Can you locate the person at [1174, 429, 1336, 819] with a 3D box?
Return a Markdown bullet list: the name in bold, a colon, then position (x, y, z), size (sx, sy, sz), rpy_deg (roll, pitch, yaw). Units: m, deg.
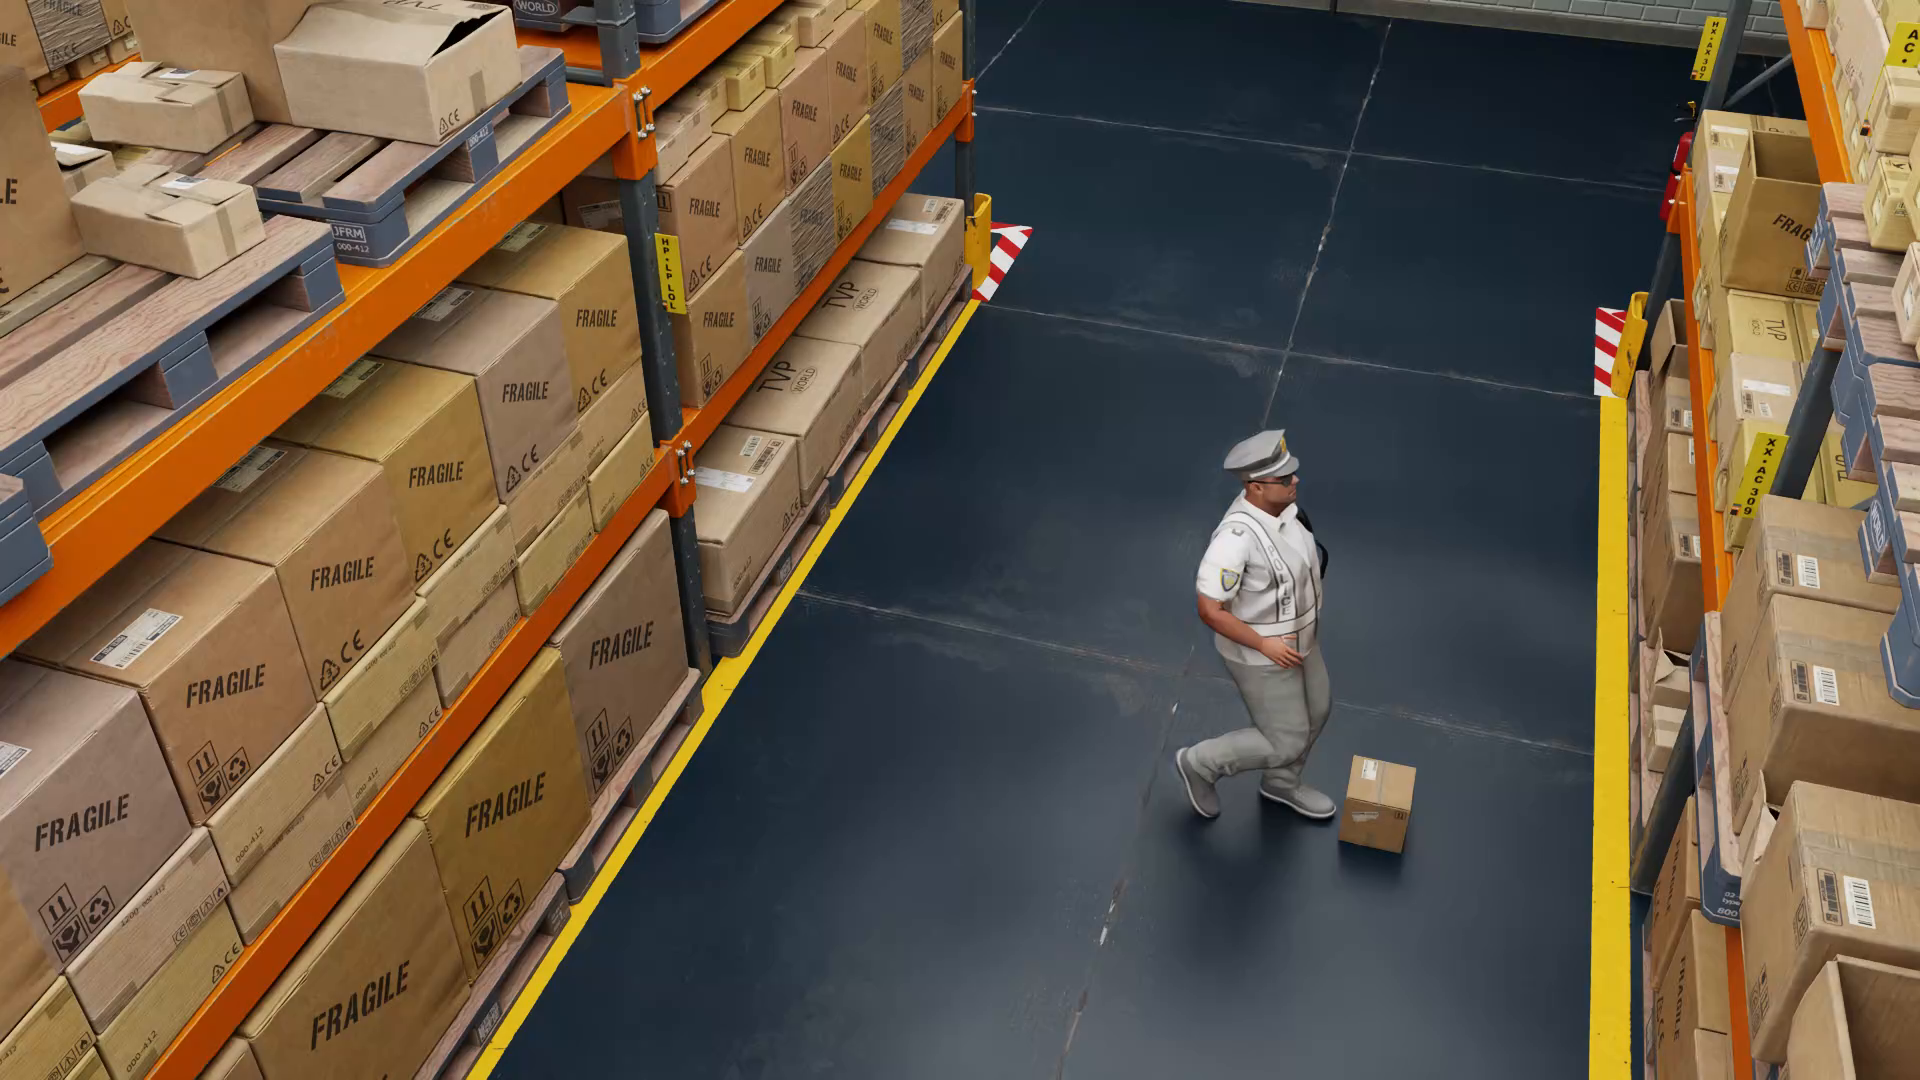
- **person**: position (1.239, 0.371, 6.410), size (0.648, 1.755, 0.702), rpy_deg (15, 39, 19)
